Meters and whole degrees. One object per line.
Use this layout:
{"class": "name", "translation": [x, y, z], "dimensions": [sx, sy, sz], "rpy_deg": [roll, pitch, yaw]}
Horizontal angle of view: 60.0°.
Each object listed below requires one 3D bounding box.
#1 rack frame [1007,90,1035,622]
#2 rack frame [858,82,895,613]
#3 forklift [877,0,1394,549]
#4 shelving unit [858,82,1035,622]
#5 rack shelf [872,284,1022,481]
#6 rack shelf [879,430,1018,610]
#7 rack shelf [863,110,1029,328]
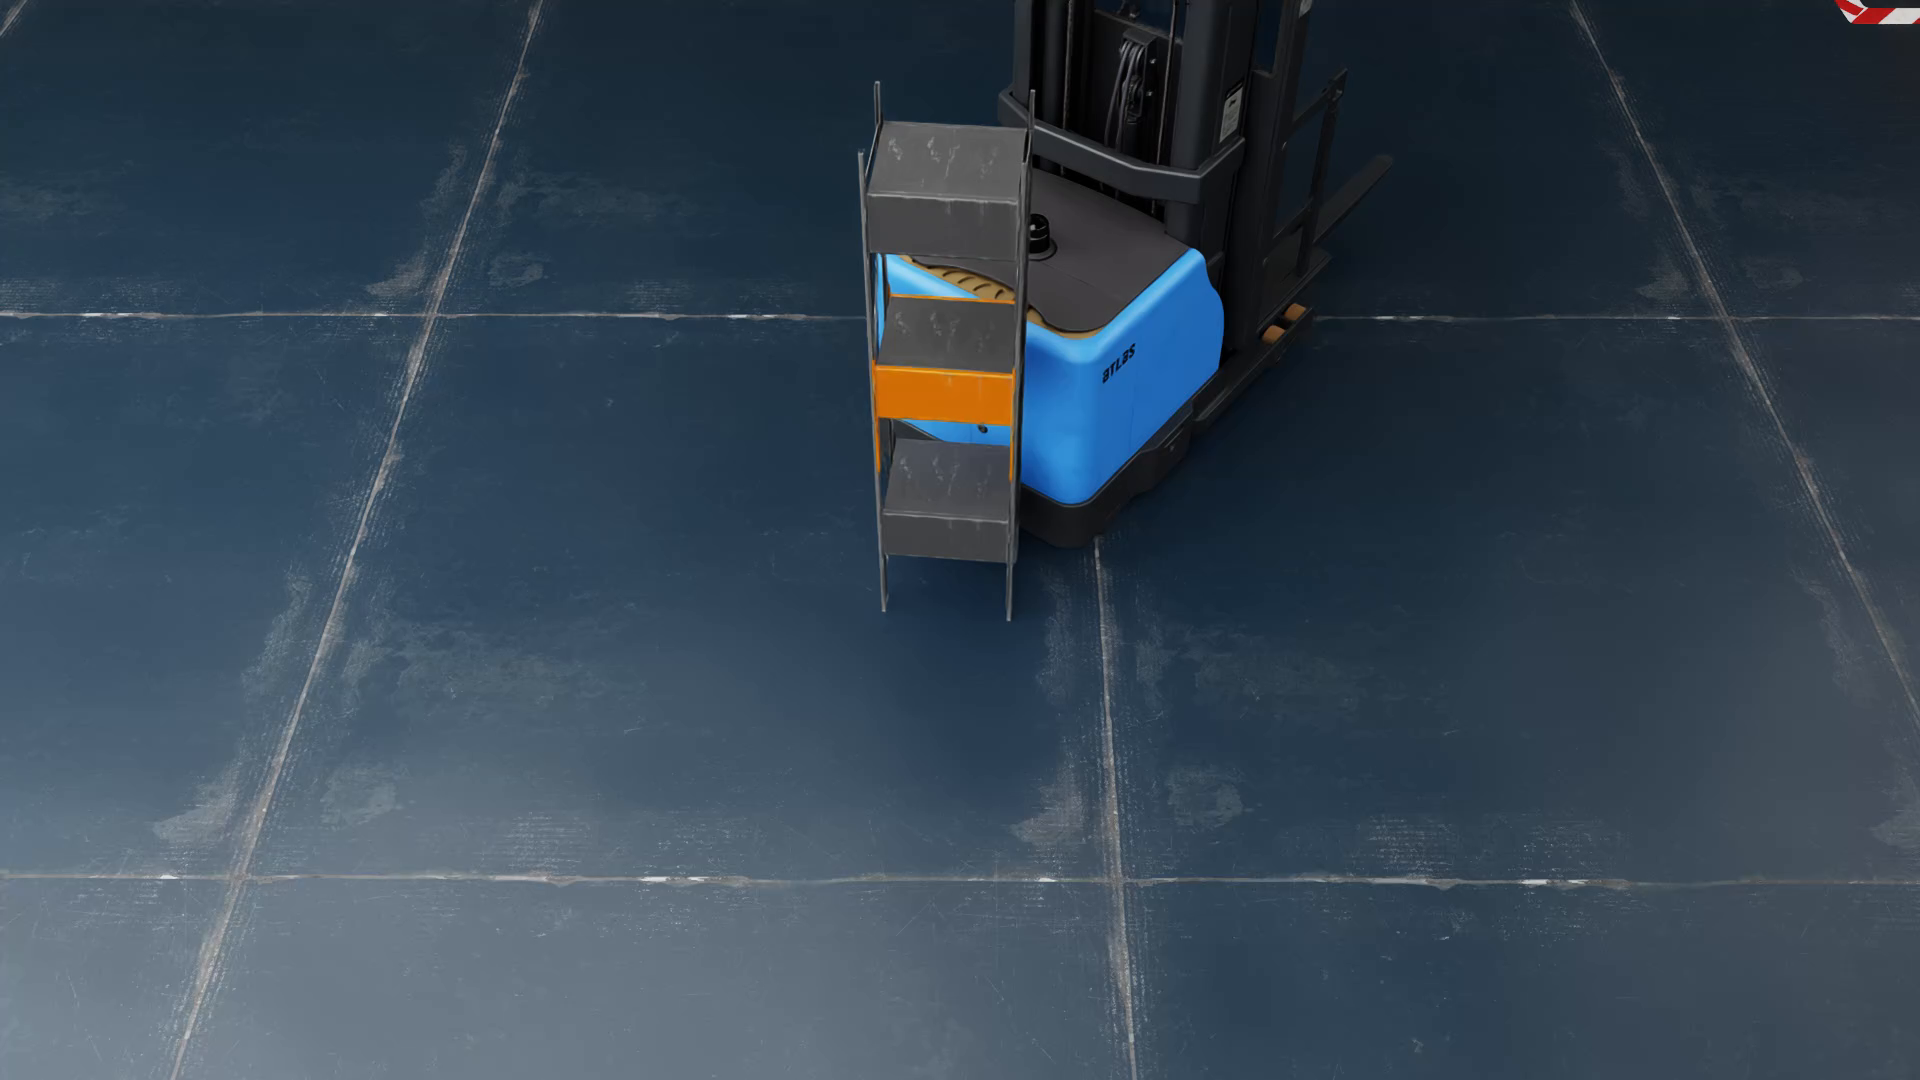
{"class": "rack frame", "translation": [0.208, -0.543, 5.821], "dimensions": [0.015, 2.100, 0.400], "rpy_deg": [4, 47, 4]}
{"class": "rack frame", "translation": [-0.277, -0.578, 5.854], "dimensions": [0.015, 2.100, 0.400], "rpy_deg": [4, 47, 4]}
{"class": "forklift", "translation": [0.956, -1.996, 6.606], "dimensions": [1.130, 2.935, 3.031], "rpy_deg": [29, 53, 24]}
{"class": "shelving unit", "translation": [-0.034, -0.561, 5.837], "dimensions": [0.503, 2.100, 0.431], "rpy_deg": [4, 47, 4]}
{"class": "rack shelf", "translation": [-0.034, -0.551, 5.847], "dimensions": [0.480, 0.518, 0.431], "rpy_deg": [4, 47, 4]}
{"class": "rack shelf", "translation": [-0.034, -0.074, 6.360], "dimensions": [0.480, 0.518, 0.431], "rpy_deg": [4, 47, 4]}
{"class": "rack shelf", "translation": [-0.034, -1.028, 5.335], "dimensions": [0.480, 0.518, 0.431], "rpy_deg": [4, 47, 4]}
